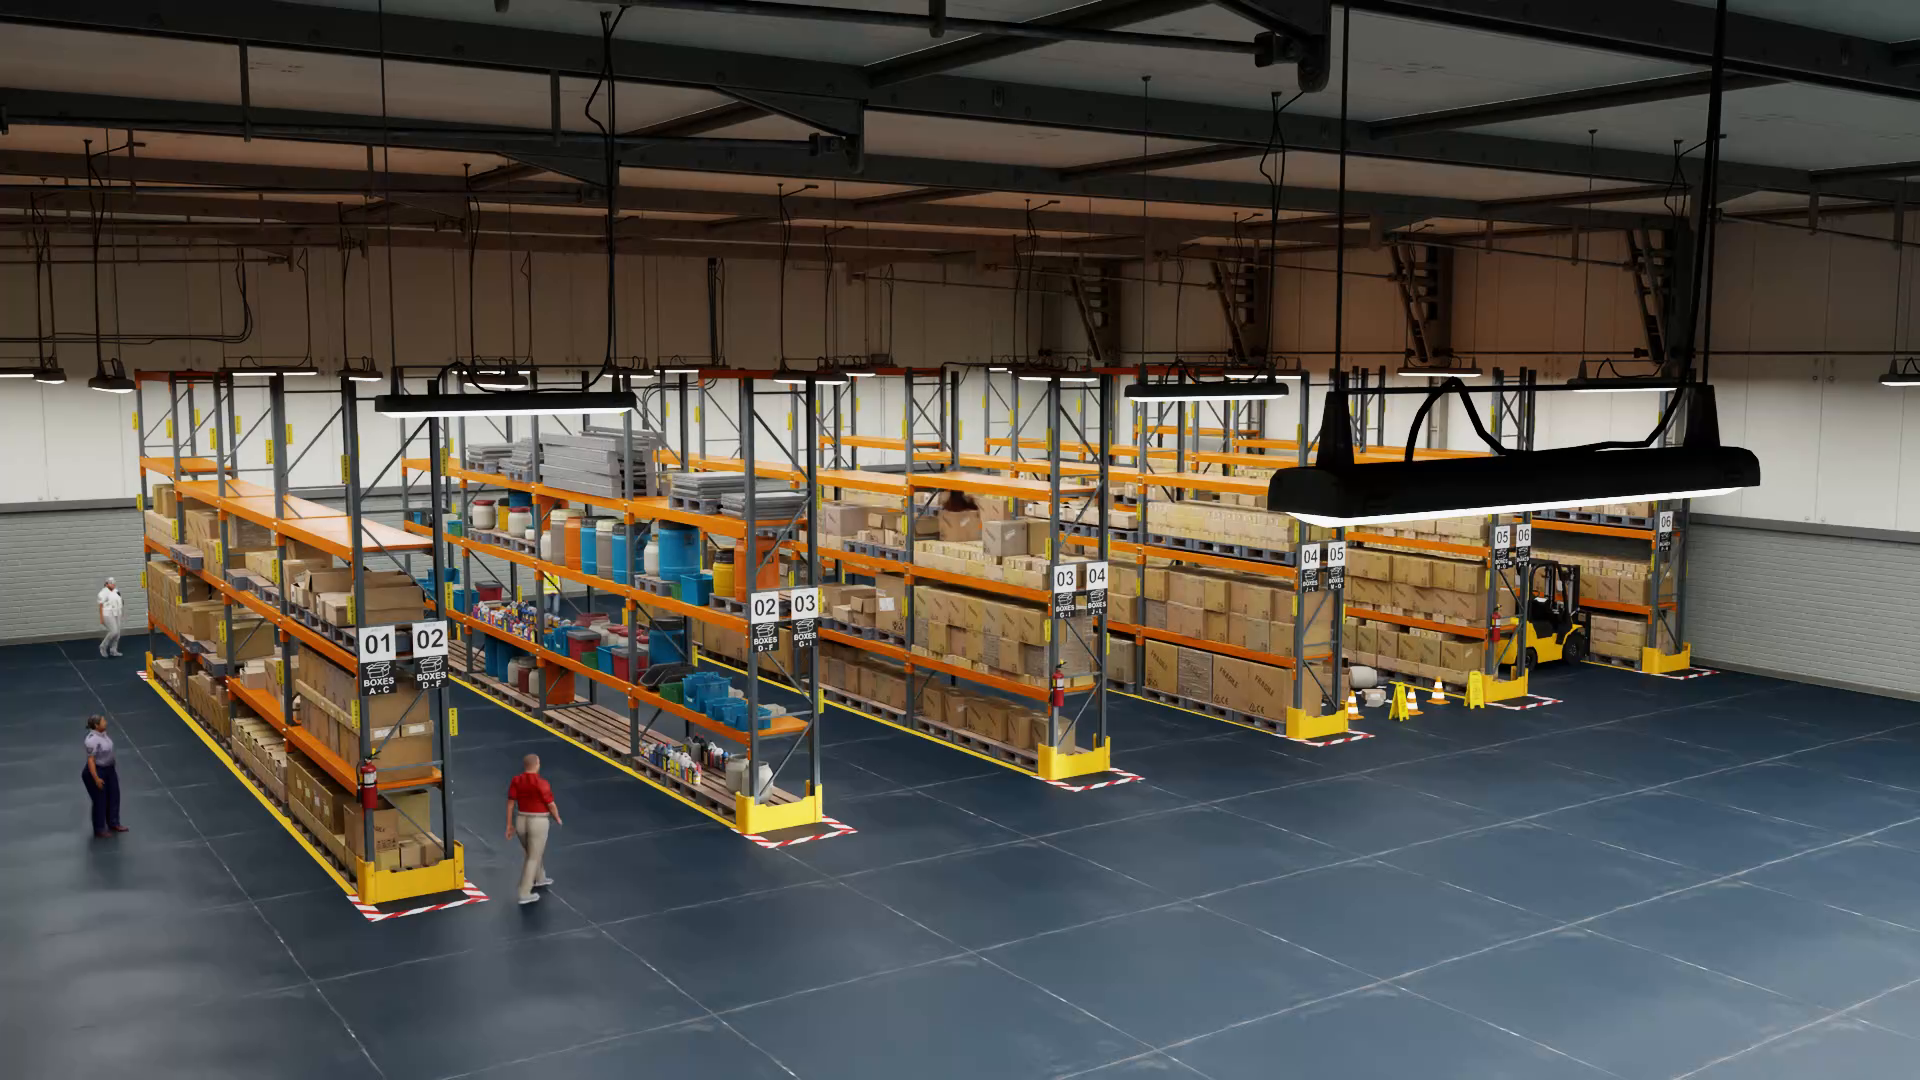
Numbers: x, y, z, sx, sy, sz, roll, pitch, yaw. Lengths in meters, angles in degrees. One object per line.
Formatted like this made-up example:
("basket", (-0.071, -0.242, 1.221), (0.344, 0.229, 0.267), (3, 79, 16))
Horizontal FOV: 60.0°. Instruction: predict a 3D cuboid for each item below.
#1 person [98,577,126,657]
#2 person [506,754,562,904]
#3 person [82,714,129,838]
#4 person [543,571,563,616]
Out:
("person", (-17.601, 1.593, 34.534), (0.454, 1.657, 0.512), (1, 7, 9))
("person", (-4.914, 3.296, 19.321), (0.563, 1.700, 0.904), (3, 7, 21))
("person", (-11.245, 3.073, 21.778), (0.388, 1.645, 0.545), (1, 7, 10))
("person", (-9.266, 1.224, 37.637), (0.581, 1.759, 0.649), (-3, 7, -28))
